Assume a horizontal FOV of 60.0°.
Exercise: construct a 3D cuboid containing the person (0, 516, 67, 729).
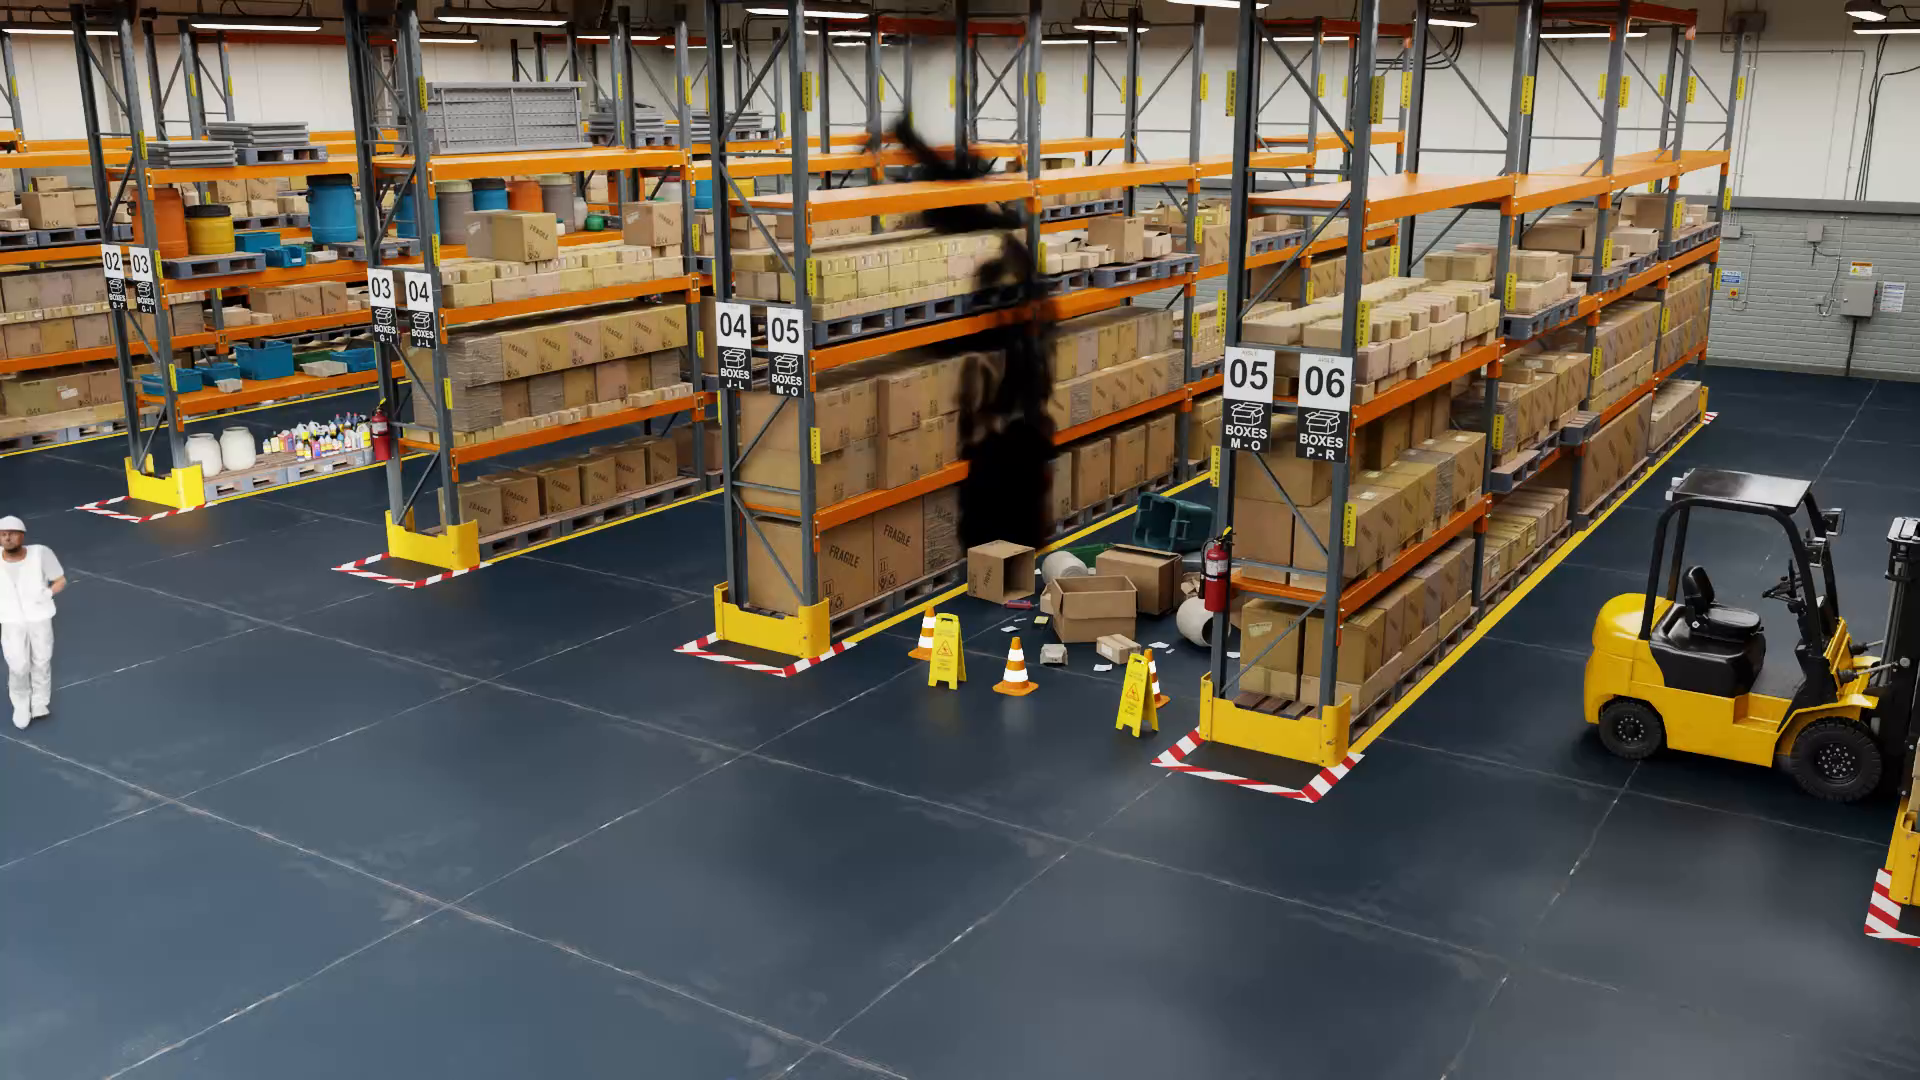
[{"bbox_3d":[-7.589,0.674,13.525,0.651,1.784,0.683,-8,17,-26],"label":"person"}]
